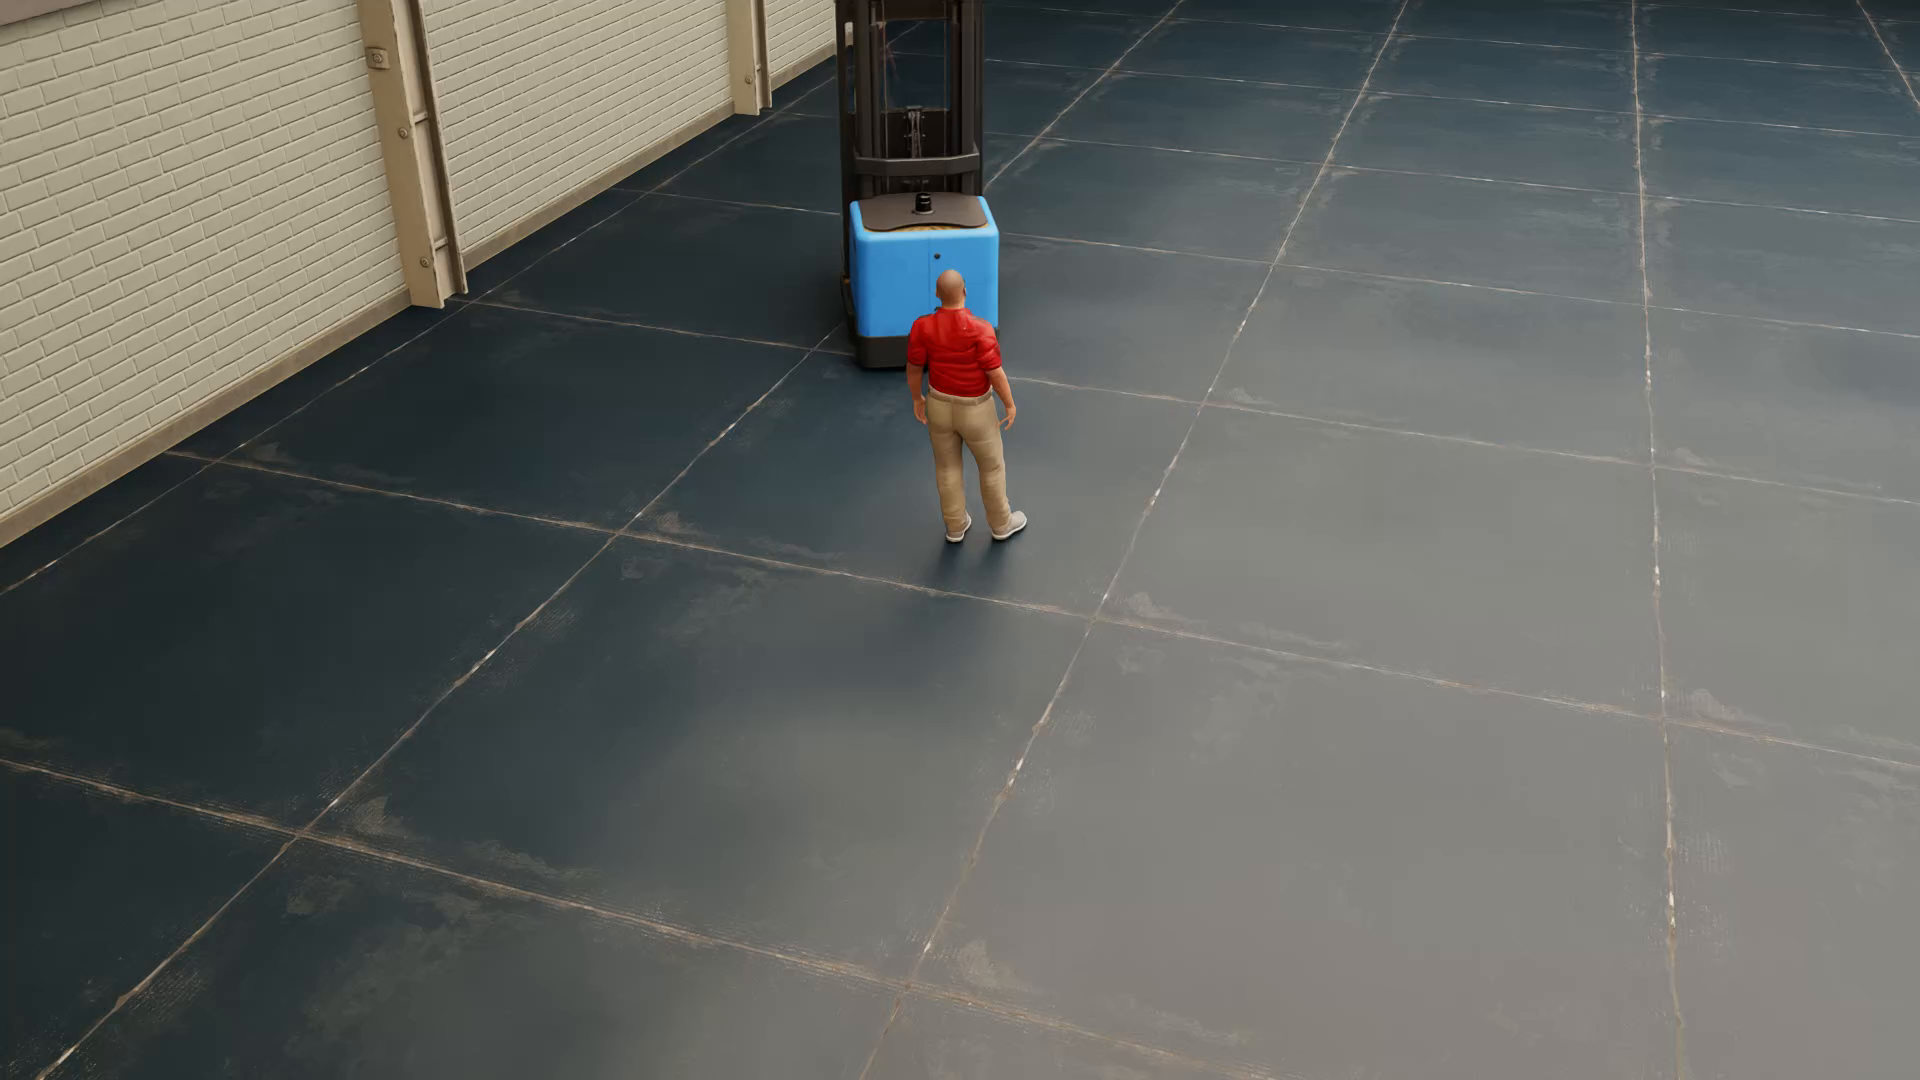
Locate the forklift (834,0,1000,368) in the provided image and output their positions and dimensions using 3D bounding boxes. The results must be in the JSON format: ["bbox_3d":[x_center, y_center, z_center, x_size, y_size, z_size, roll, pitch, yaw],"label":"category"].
[{"bbox_3d":[-0.399,-3.239,12.819,1.130,2.935,3.031,-3,30,-6],"label":"forklift"}]

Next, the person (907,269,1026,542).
[{"bbox_3d":[0.040,-0.798,9.735,0.641,1.727,0.550,10,31,16],"label":"person"}]
